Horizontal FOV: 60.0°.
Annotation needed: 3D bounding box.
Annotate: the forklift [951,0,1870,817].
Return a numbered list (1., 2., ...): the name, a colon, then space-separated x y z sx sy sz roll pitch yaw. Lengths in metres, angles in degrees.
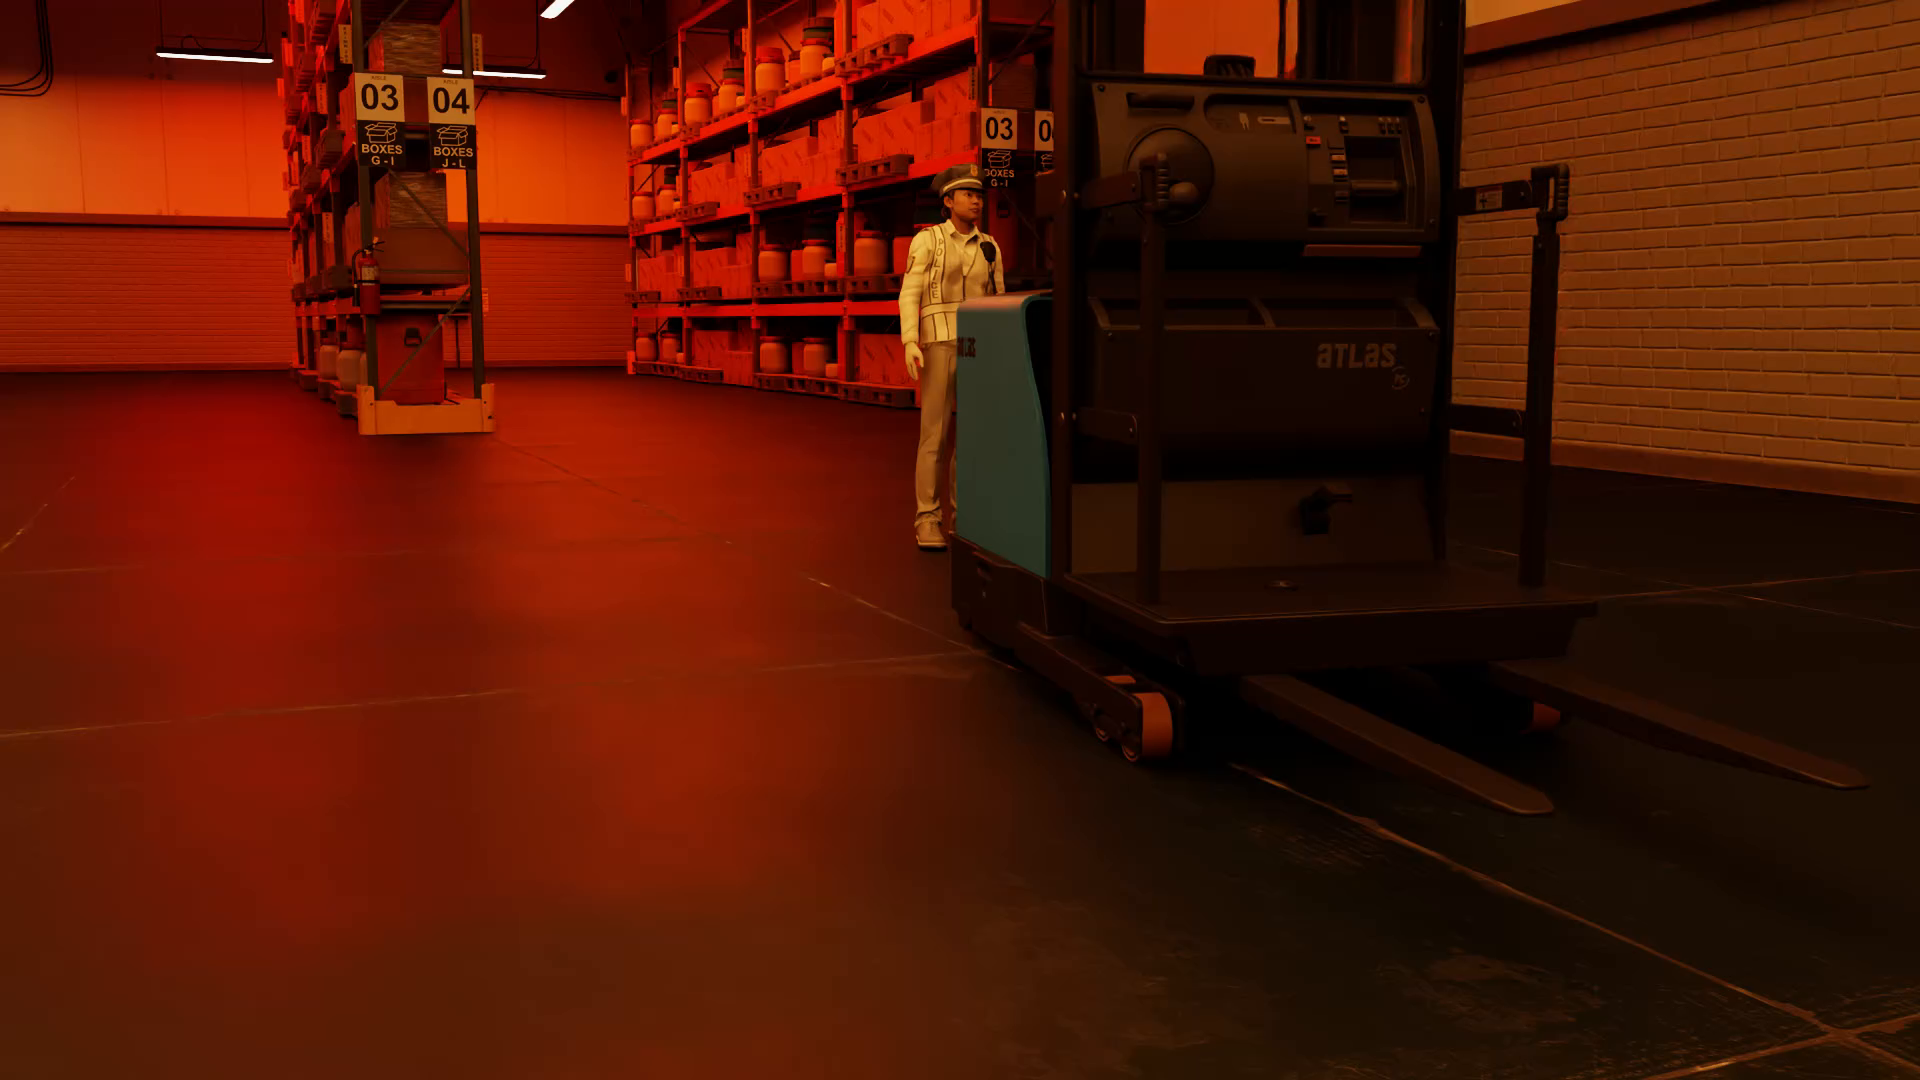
1. forklift: 0.838 -0.999 4.017 1.130 2.935 3.031 -2 8 -14

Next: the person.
1. person: 0.021 -0.839 7.477 0.588 1.695 0.531 -3 8 -23
